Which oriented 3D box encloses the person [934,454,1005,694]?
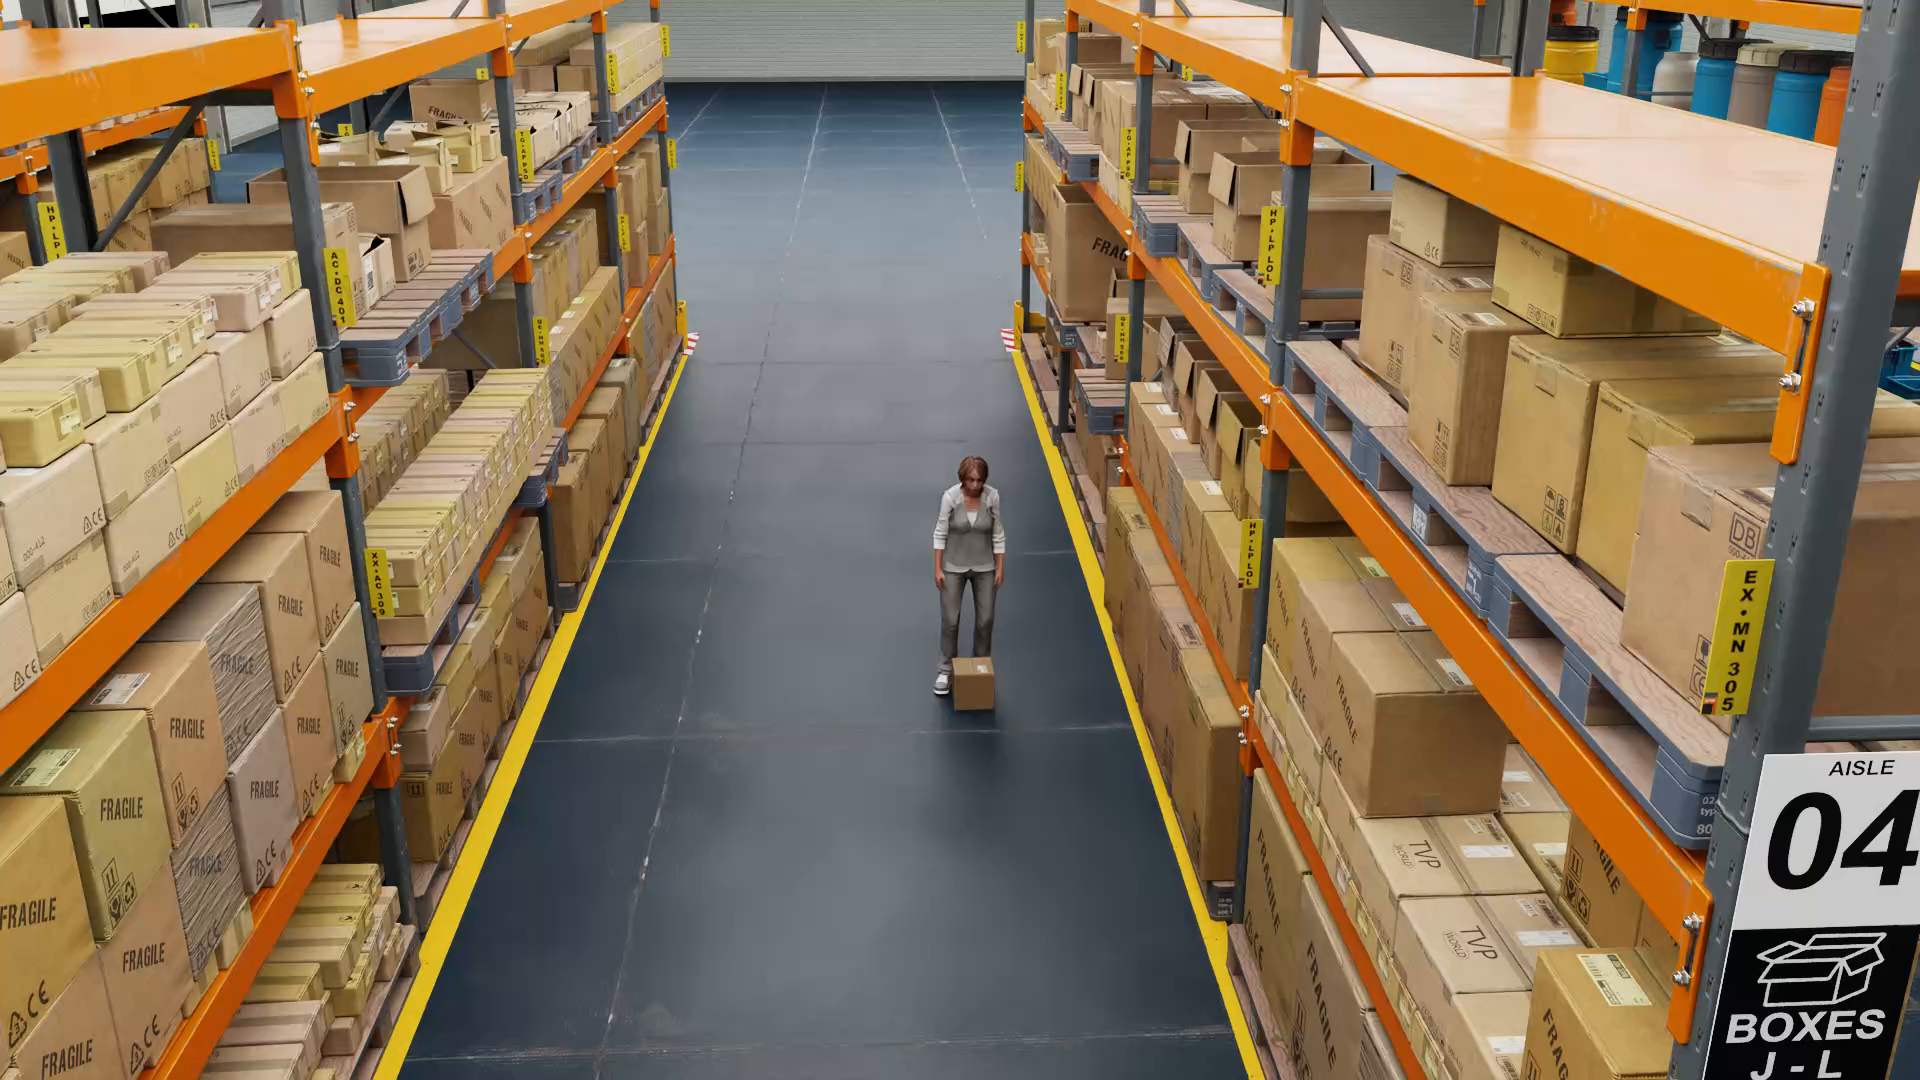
[{"bbox_3d":[0.057,0.204,10.559,0.469,1.590,0.348,-2,21,-5],"label":"person"}]
